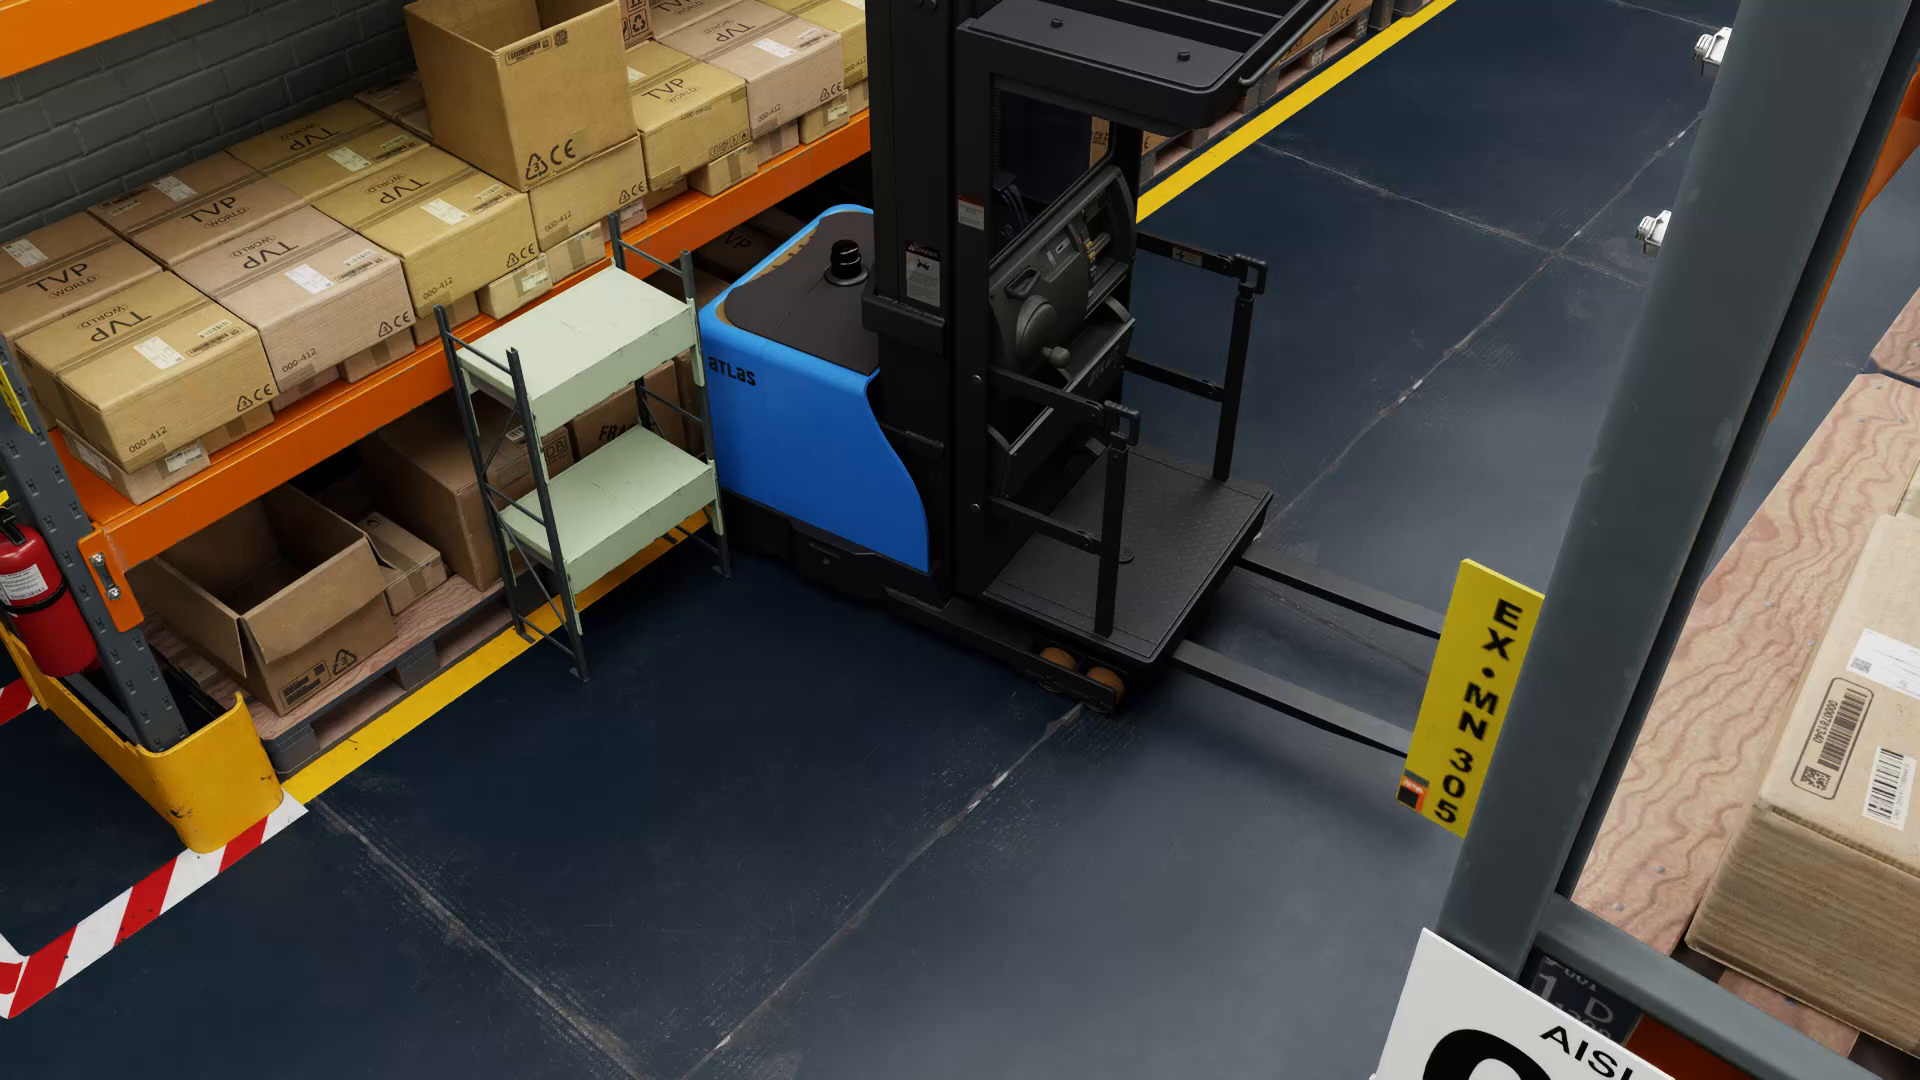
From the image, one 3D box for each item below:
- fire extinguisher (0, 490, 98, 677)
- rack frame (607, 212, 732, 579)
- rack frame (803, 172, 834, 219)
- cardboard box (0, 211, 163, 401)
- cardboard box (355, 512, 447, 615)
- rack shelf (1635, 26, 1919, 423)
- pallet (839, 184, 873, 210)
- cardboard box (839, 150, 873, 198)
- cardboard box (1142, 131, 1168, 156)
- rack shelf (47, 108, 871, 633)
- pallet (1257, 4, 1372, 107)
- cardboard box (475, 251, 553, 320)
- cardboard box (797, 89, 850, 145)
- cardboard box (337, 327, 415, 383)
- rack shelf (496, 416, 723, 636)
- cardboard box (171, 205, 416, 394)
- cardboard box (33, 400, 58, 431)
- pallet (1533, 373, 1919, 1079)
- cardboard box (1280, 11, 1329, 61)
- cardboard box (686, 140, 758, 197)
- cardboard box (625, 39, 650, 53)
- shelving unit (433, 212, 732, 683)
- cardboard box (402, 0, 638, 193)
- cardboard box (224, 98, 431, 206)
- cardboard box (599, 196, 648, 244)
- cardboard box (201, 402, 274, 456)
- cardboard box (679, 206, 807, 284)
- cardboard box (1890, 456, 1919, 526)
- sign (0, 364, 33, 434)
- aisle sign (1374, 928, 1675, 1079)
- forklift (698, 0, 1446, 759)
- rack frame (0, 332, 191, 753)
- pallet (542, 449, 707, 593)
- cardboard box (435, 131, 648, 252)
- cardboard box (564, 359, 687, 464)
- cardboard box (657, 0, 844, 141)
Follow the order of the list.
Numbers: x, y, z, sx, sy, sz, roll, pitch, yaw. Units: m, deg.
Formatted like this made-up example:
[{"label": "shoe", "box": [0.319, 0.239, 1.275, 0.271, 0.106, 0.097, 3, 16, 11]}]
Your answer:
[{"label": "fire extinguisher", "box": [-2.665, 0.103, 4.741, 0.296, 0.674, 0.183, 29, 50, 28]}, {"label": "rack frame", "box": [-1.065, -0.493, 6.177, 0.400, 1.500, 0.023, 29, 50, 28]}, {"label": "rack frame", "box": [-0.349, -2.399, 7.159, 1.000, 3.000, 0.127, 29, 50, 28]}, {"label": "cardboard box", "box": [-2.831, -0.745, 5.231, 0.500, 0.250, 0.500, 31, 51, 30]}, {"label": "cardboard box", "box": [-2.154, 0.084, 6.234, 0.380, 0.149, 0.250, 28, 49, 27]}, {"label": "rack shelf", "box": [2.165, -1.027, 2.023, 1.077, 0.370, 4.000, 29, 50, 28]}, {"label": "pallet", "box": [0.145, -1.802, 8.575, 1.003, 0.211, 1.213, 29, 50, 28]}, {"label": "cardboard box", "box": [-0.260, -2.010, 8.277, 0.500, 0.500, 0.500, 29, 50, 28]}, {"label": "cardboard box", "box": [0.794, -2.315, 8.612, 0.500, 0.500, 0.500, 28, 49, 27]}, {"label": "rack shelf", "box": [-1.636, -1.103, 6.268, 1.077, 0.370, 4.000, 29, 50, 28]}, {"label": "pallet", "box": [1.715, -3.059, 9.957, 1.003, 0.211, 1.213, 29, 50, 28]}, {"label": "cardboard box", "box": [-1.635, -0.939, 5.739, 0.380, 0.149, 0.250, 28, 49, 27]}, {"label": "cardboard box", "box": [-0.661, -1.745, 6.626, 0.380, 0.149, 0.250, 31, 51, 29]}, {"label": "cardboard box", "box": [-2.022, -0.702, 5.479, 0.380, 0.149, 0.250, 31, 51, 30]}, {"label": "rack shelf", "box": [-1.300, -0.063, 6.189, 0.431, 0.370, 0.720, 29, 50, 28]}, {"label": "cardboard box", "box": [-2.101, -0.770, 5.258, 0.500, 0.250, 0.500, 30, 50, 29]}, {"label": "cardboard box", "box": [-2.916, -0.533, 5.293, 0.380, 0.149, 0.250, 29, 50, 28]}, {"label": "pallet", "box": [1.347, 0.344, 1.978, 1.003, 0.211, 1.213, 29, 50, 28]}, {"label": "cardboard box", "box": [1.787, -3.125, 9.503, 0.500, 0.500, 0.500, 29, 50, 28]}, {"label": "cardboard box", "box": [-0.993, -1.478, 6.332, 0.380, 0.149, 0.250, 29, 50, 28]}, {"label": "cardboard box", "box": [-1.526, -1.789, 6.378, 0.500, 0.250, 0.500, 31, 50, 29]}, {"label": "shelving unit", "box": [-1.300, -0.304, 5.969, 0.431, 1.500, 0.755, 29, 50, 28]}, {"label": "cardboard box", "box": [-1.460, -1.561, 5.570, 0.500, 0.500, 0.500, 31, 51, 29]}, {"label": "cardboard box", "box": [-2.176, -1.263, 5.800, 0.500, 0.250, 0.500, 31, 51, 30]}, {"label": "cardboard box", "box": [-1.368, -1.246, 6.077, 0.380, 0.149, 0.250, 29, 50, 28]}, {"label": "cardboard box", "box": [-2.374, -0.448, 5.199, 0.380, 0.149, 0.250, 31, 51, 29]}, {"label": "cardboard box", "box": [-0.955, -1.322, 7.660, 0.500, 0.311, 0.500, 31, 51, 30]}, {"label": "cardboard box", "box": [1.307, 0.078, 2.006, 0.380, 0.149, 0.250, 26, 48, 26]}, {"label": "sign", "box": [-2.508, -0.425, 4.344, 0.100, 0.325, 0.005, 29, 50, 28]}, {"label": "aisle sign", "box": [0.594, 0.749, 1.764, 0.394, 0.787, 0.004, 29, 50, 28]}, {"label": "forklift", "box": [0.533, -0.868, 5.526, 3.031, 2.935, 1.130, 22, 47, 22]}, {"label": "rack frame", "box": [-2.924, -0.339, 4.893, 1.000, 3.000, 0.127, 29, 50, 28]}, {"label": "pallet", "box": [-1.577, -0.383, 7.014, 1.003, 0.211, 1.213, 29, 50, 28]}, {"label": "cardboard box", "box": [-1.465, -1.305, 5.846, 0.500, 0.250, 0.500, 28, 49, 27]}, {"label": "cardboard box", "box": [-1.461, -0.496, 6.612, 0.500, 0.500, 0.500, 30, 50, 29]}, {"label": "cardboard box", "box": [-0.801, -1.821, 6.414, 0.500, 0.250, 0.500, 30, 50, 29]}]
